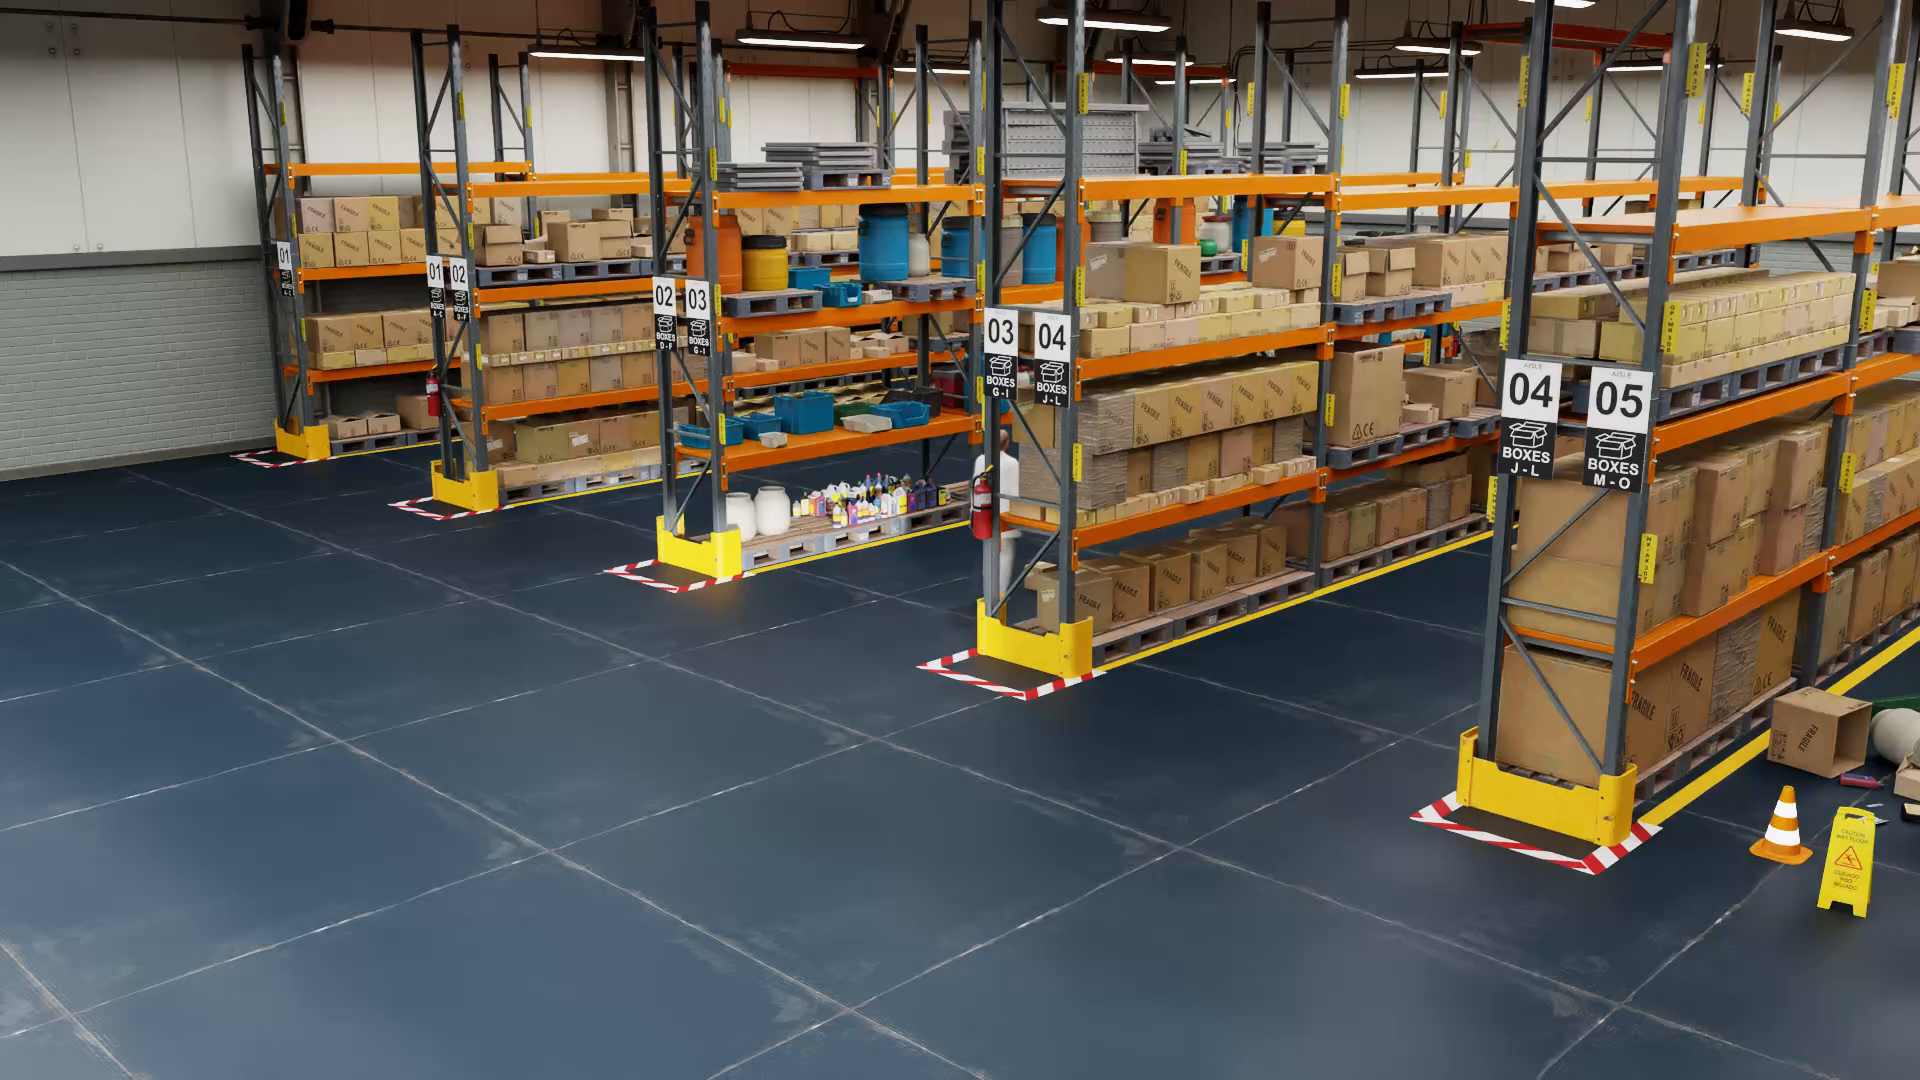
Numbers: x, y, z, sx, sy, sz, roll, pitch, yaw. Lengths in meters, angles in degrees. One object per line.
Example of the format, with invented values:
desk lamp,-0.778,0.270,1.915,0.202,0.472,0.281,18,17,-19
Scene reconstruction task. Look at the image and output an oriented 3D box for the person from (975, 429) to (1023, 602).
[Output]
person,0.452,-0.286,17.196,0.608,1.778,0.663,8,16,31
